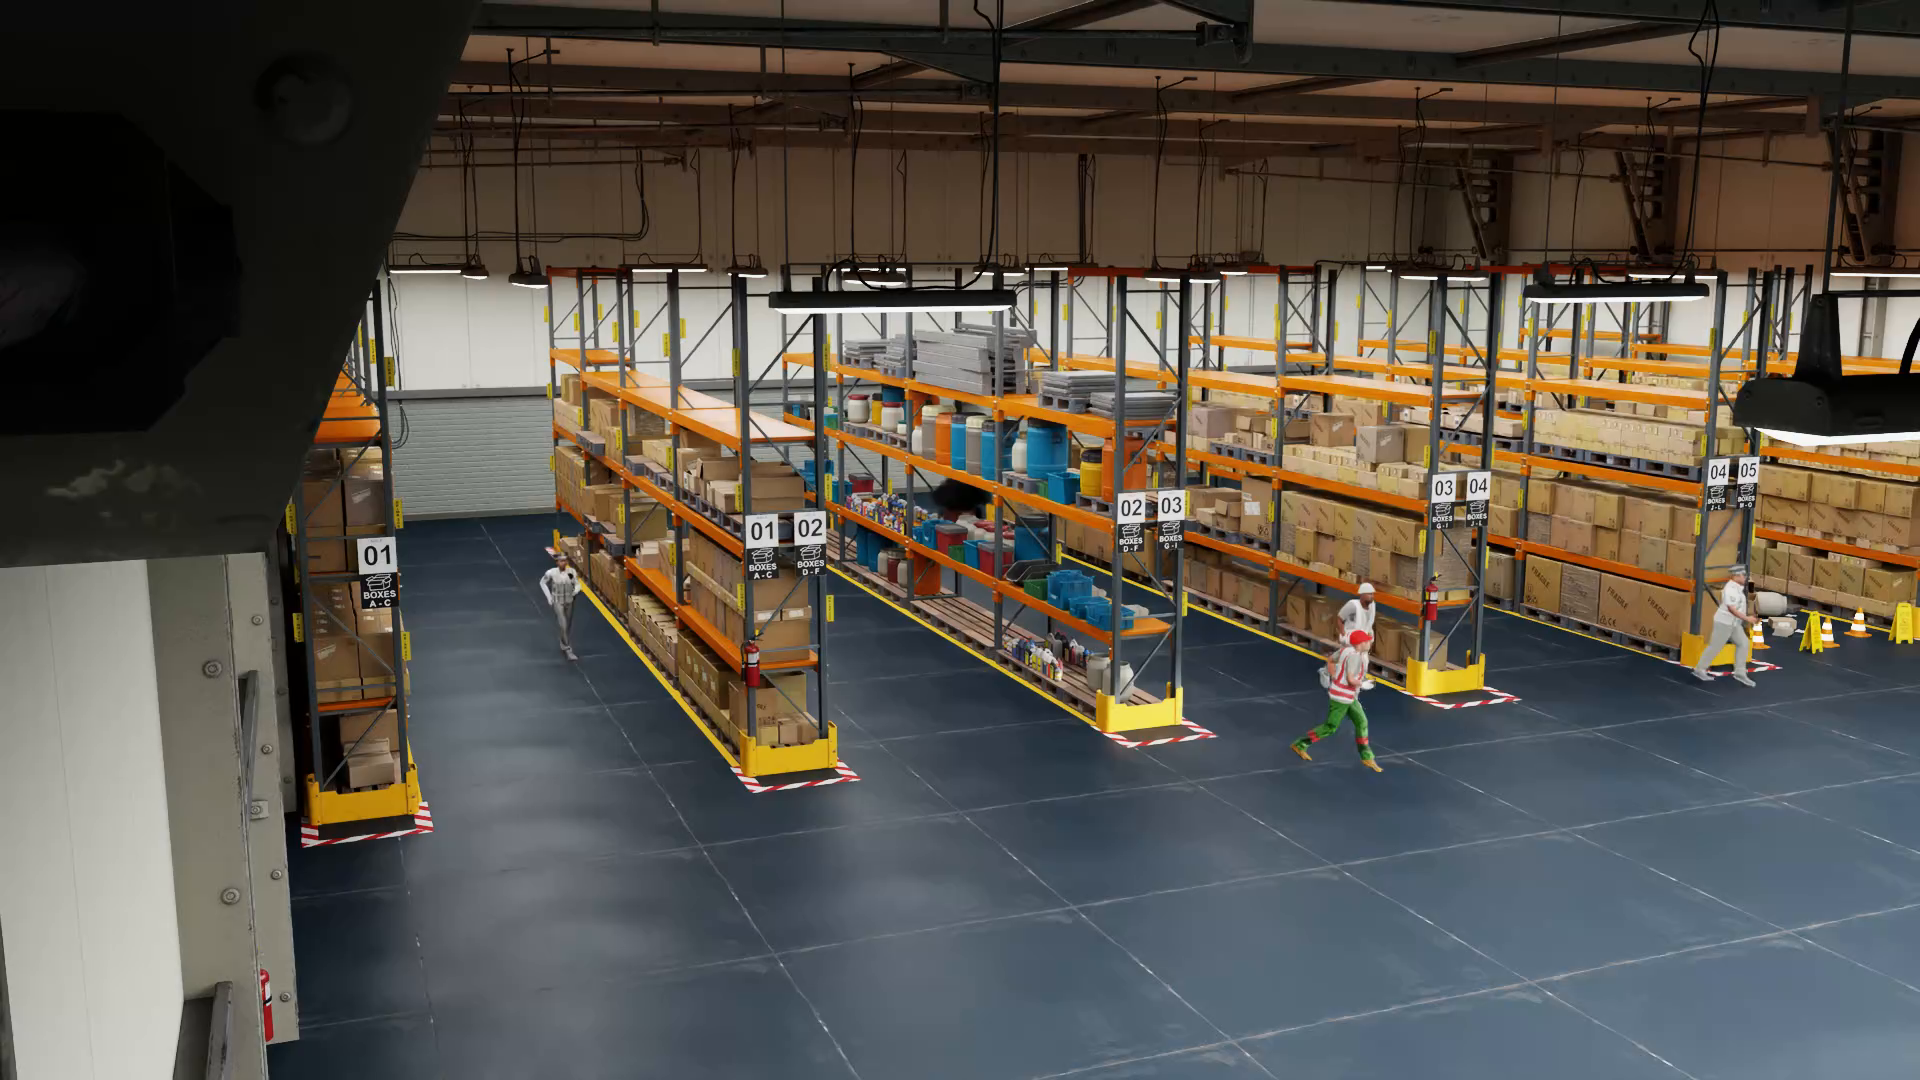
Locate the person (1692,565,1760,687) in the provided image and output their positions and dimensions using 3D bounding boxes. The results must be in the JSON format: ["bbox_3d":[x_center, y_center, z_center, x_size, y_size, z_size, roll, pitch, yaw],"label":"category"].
[{"bbox_3d":[11.270,1.236,24.354,0.848,1.774,0.608,7,12,34],"label":"person"}]

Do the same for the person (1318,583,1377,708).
[{"bbox_3d":[5.540,1.432,23.584,0.696,1.728,0.806,-8,13,-40],"label":"person"}]

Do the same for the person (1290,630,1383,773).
[{"bbox_3d":[4.629,1.966,20.311,1.125,1.779,0.659,2,10,11],"label":"person"}]

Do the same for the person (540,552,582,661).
[{"bbox_3d":[-6.227,0.996,26.059,0.624,1.687,0.818,-5,11,-27],"label":"person"}]
